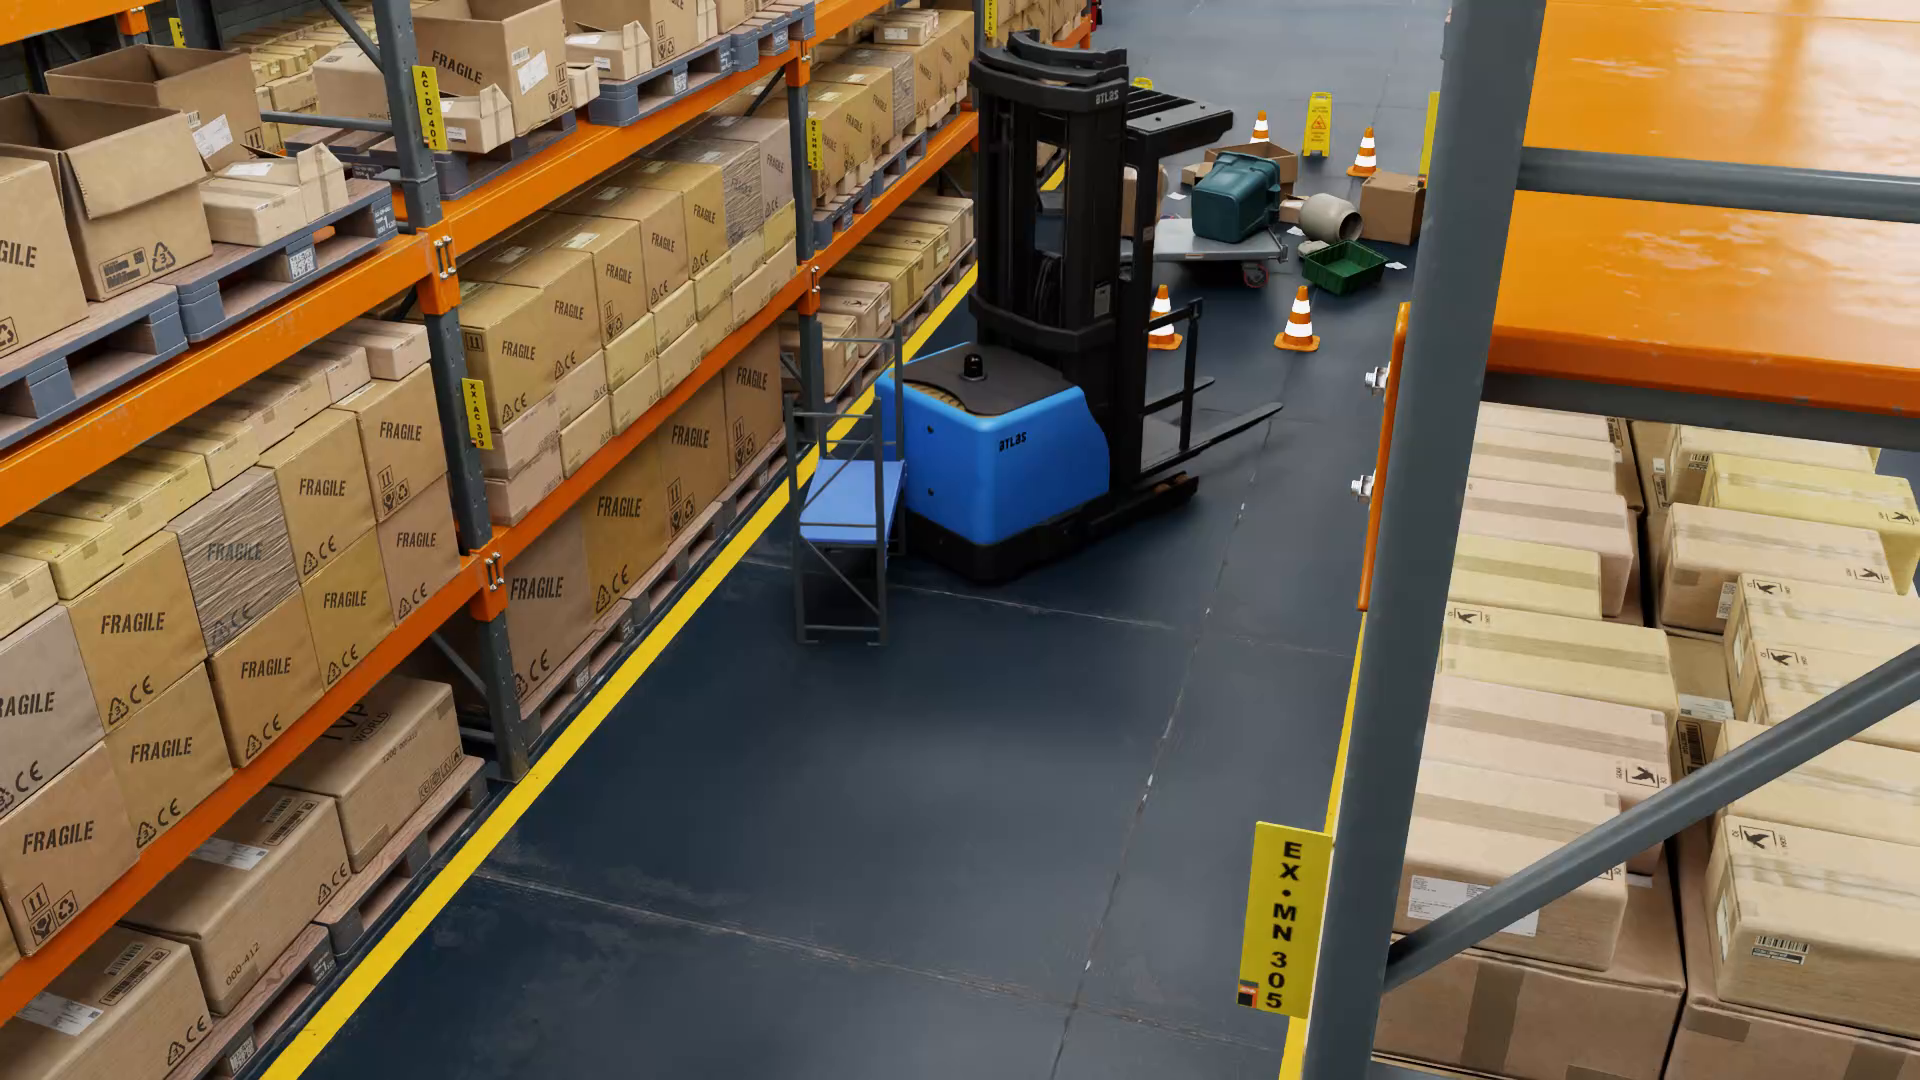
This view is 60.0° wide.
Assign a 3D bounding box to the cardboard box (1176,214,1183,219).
[{"bbox_3d":[2.016,-2.805,15.055,0.258,0.266,0.396,-12,31,-20],"label":"cardboard box"}]

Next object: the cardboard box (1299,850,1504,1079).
[{"bbox_3d":[0.845,0.814,2.806,0.500,0.250,0.500,8,30,14],"label":"cardboard box"}]

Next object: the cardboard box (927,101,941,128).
[{"bbox_3d":[-0.369,-3.359,13.065,0.380,0.149,0.250,9,30,15],"label":"cardboard box"}]

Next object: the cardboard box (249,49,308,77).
[{"bbox_3d":[-5.451,-3.810,13.279,0.380,0.149,0.250,9,30,16],"label":"cardboard box"}]

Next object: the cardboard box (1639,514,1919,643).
[{"bbox_3d":[1.654,0.202,3.391,0.500,0.250,0.500,9,30,15],"label":"cardboard box"}]

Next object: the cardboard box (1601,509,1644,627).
[{"bbox_3d":[1.158,0.119,3.541,0.500,0.250,0.500,9,30,16],"label":"cardboard box"}]

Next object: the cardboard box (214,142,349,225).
[{"bbox_3d":[-2.505,-1.347,6.139,0.396,0.266,0.258,9,30,16],"label":"cardboard box"}]

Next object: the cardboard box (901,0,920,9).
[{"bbox_3d":[-0.238,-4.584,15.031,0.500,0.500,0.500,10,30,17],"label":"cardboard box"}]

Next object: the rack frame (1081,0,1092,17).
[{"bbox_3d":[0.899,-5.787,17.602,1.000,3.000,0.127,8,30,15],"label":"rack frame"}]

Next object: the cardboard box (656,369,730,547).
[{"bbox_3d":[-1.997,-0.601,10.033,0.875,0.875,0.875,9,30,15],"label":"cardboard box"}]

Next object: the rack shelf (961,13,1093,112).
[{"bbox_3d":[0.312,-4.543,16.106,1.077,0.370,4.000,8,30,15],"label":"rack shelf"}]

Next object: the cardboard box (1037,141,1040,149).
[{"bbox_3d":[0.456,-3.964,15.951,0.500,0.500,0.500,10,31,17],"label":"cardboard box"}]

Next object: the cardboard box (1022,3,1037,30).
[{"bbox_3d":[0.406,-4.734,15.301,0.500,0.500,0.500,8,30,14],"label":"cardboard box"}]

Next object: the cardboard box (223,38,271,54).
[{"bbox_3d":[-5.861,-3.999,13.618,0.380,0.149,0.250,9,30,16],"label":"cardboard box"}]

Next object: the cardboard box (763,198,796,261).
[{"bbox_3d":[-1.348,-1.961,10.364,0.500,0.250,0.500,8,30,15],"label":"cardboard box"}]

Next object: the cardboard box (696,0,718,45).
[{"bbox_3d":[-1.519,-2.815,8.880,0.396,0.266,0.258,8,30,14],"label":"cardboard box"}]

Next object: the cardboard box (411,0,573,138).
[{"bbox_3d":[-2.087,-2.116,7.384,0.500,0.500,0.500,8,30,14],"label":"cardboard box"}]

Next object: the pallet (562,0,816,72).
[{"bbox_3d":[-1.587,-2.990,9.684,1.213,0.211,1.003,10,31,17],"label":"pallet"}]

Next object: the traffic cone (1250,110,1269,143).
[{"bbox_3d":[3.167,-4.294,17.528,0.336,0.463,0.334,8,30,15],"label":"traffic cone"}]

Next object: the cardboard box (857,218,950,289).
[{"bbox_3d":[-0.634,-2.384,13.757,0.950,0.372,0.625,10,31,18],"label":"cardboard box"}]

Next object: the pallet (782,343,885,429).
[{"bbox_3d":[-1.218,-1.213,12.249,1.003,0.211,1.213,8,30,15],"label":"pallet"}]

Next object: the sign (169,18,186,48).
[{"bbox_3d":[-3.145,-1.957,6.777,0.100,0.325,0.005,8,30,15],"label":"sign"}]

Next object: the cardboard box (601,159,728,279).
[{"bbox_3d":[-1.646,-1.803,9.309,0.500,0.500,0.500,9,30,15],"label":"cardboard box"}]

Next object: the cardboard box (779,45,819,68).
[{"bbox_3d":[-1.238,-3.510,12.001,0.380,0.149,0.250,7,30,12],"label":"cardboard box"}]

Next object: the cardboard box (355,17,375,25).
[{"bbox_3d":[-5.040,-4.401,14.341,0.380,0.149,0.250,8,30,13],"label":"cardboard box"}]

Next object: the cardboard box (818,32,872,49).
[{"bbox_3d":[-0.991,-3.647,12.915,0.500,0.500,0.500,8,30,15],"label":"cardboard box"}]

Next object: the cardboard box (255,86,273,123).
[{"bbox_3d":[-5.683,-3.332,12.830,0.500,0.250,0.500,9,30,16],"label":"cardboard box"}]

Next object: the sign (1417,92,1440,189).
[{"bbox_3d":[1.607,-1.337,5.581,0.100,0.325,0.005,8,30,15],"label":"sign"}]

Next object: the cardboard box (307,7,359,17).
[{"bbox_3d":[-5.532,-4.596,14.691,0.380,0.149,0.250,8,30,15],"label":"cardboard box"}]

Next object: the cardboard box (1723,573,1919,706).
[{"bbox_3d":[1.591,0.208,2.971,0.380,0.149,0.250,9,30,16],"label":"cardboard box"}]

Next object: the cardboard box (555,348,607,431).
[{"bbox_3d":[-2.098,-0.774,8.230,0.500,0.250,0.500,9,30,16],"label":"cardboard box"}]

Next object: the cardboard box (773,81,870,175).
[{"bbox_3d":[-0.949,-2.845,11.474,0.500,0.500,0.500,10,31,17],"label":"cardboard box"}]

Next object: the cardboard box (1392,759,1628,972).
[{"bbox_3d":[0.781,0.474,2.492,0.380,0.149,0.250,8,30,14],"label":"cardboard box"}]

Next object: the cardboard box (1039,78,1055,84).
[{"bbox_3d":[0.714,-4.552,16.339,0.380,0.149,0.250,10,31,17],"label":"cardboard box"}]

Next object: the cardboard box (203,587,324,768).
[{"bbox_3d":[-2.794,0.474,6.245,0.500,0.500,0.500,8,30,14],"label":"cardboard box"}]

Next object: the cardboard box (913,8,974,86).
[{"bbox_3d":[-0.191,-4.038,13.617,0.500,0.500,0.500,8,30,14],"label":"cardboard box"}]

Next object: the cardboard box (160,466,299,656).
[{"bbox_3d":[-2.795,0.041,5.995,0.500,0.500,0.500,9,30,16],"label":"cardboard box"}]

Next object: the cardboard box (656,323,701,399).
[{"bbox_3d":[-1.770,-1.019,9.186,0.500,0.250,0.500,8,30,14],"label":"cardboard box"}]

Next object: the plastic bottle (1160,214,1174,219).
[{"bbox_3d":[1.897,-2.976,15.572,0.133,0.061,0.283,14,32,23],"label":"plastic bottle"}]

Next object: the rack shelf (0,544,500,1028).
[{"bbox_3d":[-3.210,1.034,6.081,1.077,0.370,4.000,8,30,15],"label":"rack shelf"}]

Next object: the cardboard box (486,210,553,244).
[{"bbox_3d":[-2.420,-1.408,8.600,0.500,0.500,0.500,9,30,16],"label":"cardboard box"}]

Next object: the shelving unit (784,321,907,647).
[{"bbox_3d":[-0.616,-0.324,9.324,0.538,1.500,1.048,2,29,4],"label":"shelving unit"}]

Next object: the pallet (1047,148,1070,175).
[{"bbox_3d":[0.605,-4.160,17.547,1.003,0.211,1.213,8,30,15],"label":"pallet"}]

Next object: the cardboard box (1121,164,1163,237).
[{"bbox_3d":[1.436,-2.926,14.252,0.500,0.500,0.500,8,30,15],"label":"cardboard box"}]

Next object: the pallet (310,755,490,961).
[{"bbox_3d":[-2.921,1.351,7.640,1.003,0.211,1.213,8,30,15],"label":"pallet"}]

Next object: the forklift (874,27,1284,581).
[{"bbox_3d":[0.901,-1.640,10.218,3.031,2.935,1.130,-24,37,-36],"label":"forklift"}]

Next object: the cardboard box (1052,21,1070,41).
[{"bbox_3d":[0.883,-5.099,16.624,0.380,0.149,0.250,9,30,16],"label":"cardboard box"}]

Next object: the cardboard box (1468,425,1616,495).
[{"bbox_3d":[1.187,-0.117,3.554,0.380,0.149,0.250,9,30,16],"label":"cardboard box"}]

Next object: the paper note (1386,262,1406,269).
[{"bbox_3d":[3.819,-2.413,14.591,0.147,0.020,0.142,-12,31,-20],"label":"paper note"}]

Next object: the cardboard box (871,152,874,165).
[{"bbox_3d":[-0.840,-2.762,11.992,0.380,0.149,0.250,10,31,18],"label":"cardboard box"}]

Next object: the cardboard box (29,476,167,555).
[{"bbox_3d":[-2.903,-0.084,5.552,0.380,0.149,0.250,9,30,15],"label":"cardboard box"}]

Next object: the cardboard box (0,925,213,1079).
[{"bbox_3d":[-3.438,1.837,6.100,0.875,0.438,0.875,9,30,16],"label":"cardboard box"}]

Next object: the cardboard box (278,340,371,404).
[{"bbox_3d":[-2.590,-0.679,6.621,0.380,0.149,0.250,9,30,16],"label":"cardboard box"}]

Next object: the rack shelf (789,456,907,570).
[{"bbox_3d":[-0.616,-0.166,9.411,0.538,0.185,1.000,2,29,4],"label":"rack shelf"}]
